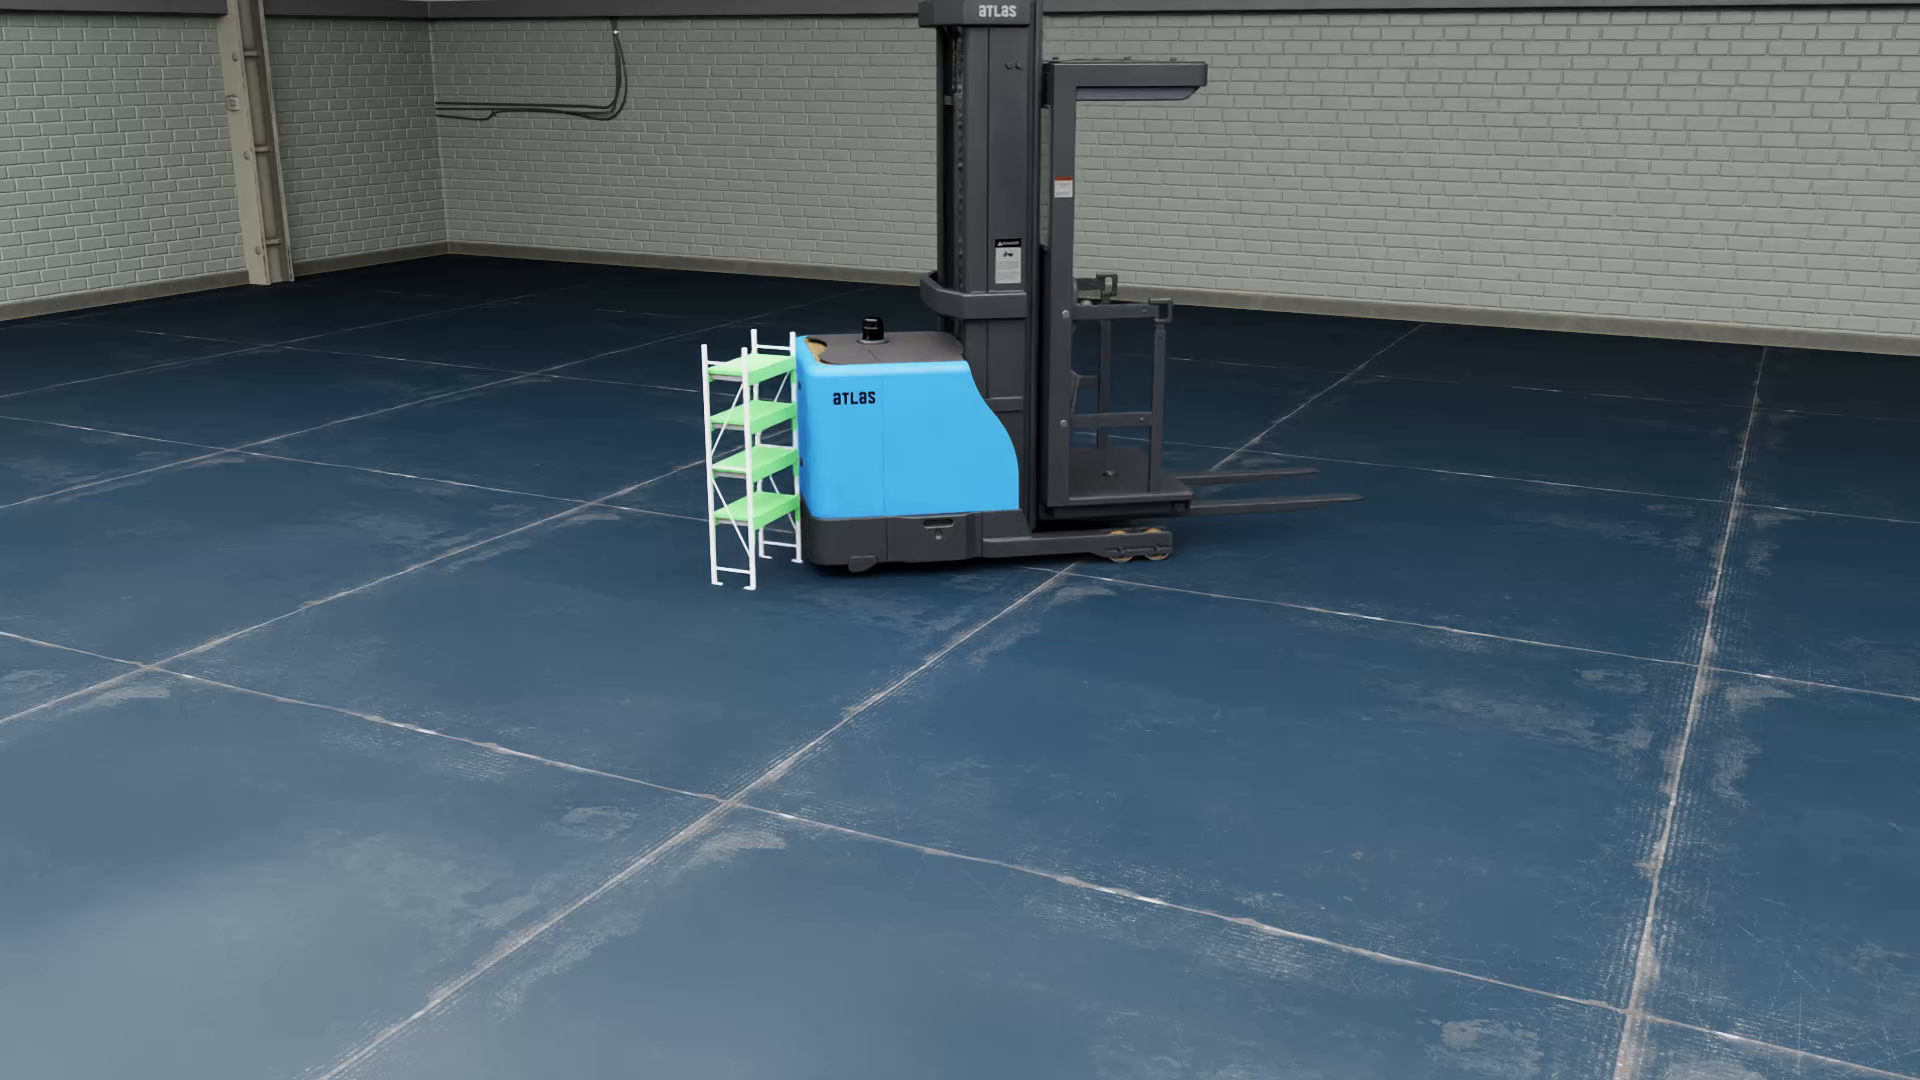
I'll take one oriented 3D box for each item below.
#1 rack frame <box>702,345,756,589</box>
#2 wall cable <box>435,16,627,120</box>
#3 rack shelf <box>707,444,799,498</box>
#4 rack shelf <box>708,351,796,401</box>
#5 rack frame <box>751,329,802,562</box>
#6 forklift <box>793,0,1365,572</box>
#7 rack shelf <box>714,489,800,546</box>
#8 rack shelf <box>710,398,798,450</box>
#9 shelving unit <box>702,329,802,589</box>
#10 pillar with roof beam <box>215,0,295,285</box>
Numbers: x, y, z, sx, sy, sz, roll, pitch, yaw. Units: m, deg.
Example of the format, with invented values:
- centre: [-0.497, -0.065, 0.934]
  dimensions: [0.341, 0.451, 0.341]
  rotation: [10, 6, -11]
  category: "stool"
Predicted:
- centre: [-1.122, -0.346, 8.082]
  dimensions: [0.240, 1.200, 0.015]
  rotation: [7, 18, 21]
  category: "rack frame"
- centre: [-5.322, -6.338, 20.011]
  dimensions: [3.097, 2.526, 0.112]
  rotation: [8, 18, 25]
  category: "wall cable"
- centre: [-1.030, -0.349, 8.317]
  dimensions: [0.258, 0.148, 0.480]
  rotation: [7, 18, 21]
  category: "rack shelf"
- centre: [-1.030, -0.809, 8.180]
  dimensions: [0.258, 0.148, 0.480]
  rotation: [7, 18, 21]
  category: "rack shelf"
- centre: [-0.938, -0.475, 8.515]
  dimensions: [0.240, 1.200, 0.015]
  rotation: [7, 18, 21]
  category: "rack frame"
- centre: [0.648, -1.431, 8.693]
  dimensions: [3.031, 2.935, 1.130]
  rotation: [-3, 17, -10]
  category: "forklift"
- centre: [-1.030, -0.119, 8.385]
  dimensions: [0.258, 0.148, 0.480]
  rotation: [7, 18, 21]
  category: "rack shelf"
- centre: [-1.030, -0.579, 8.248]
  dimensions: [0.258, 0.148, 0.480]
  rotation: [7, 18, 21]
  category: "rack shelf"
- centre: [-1.030, -0.410, 8.299]
  dimensions: [0.258, 1.200, 0.503]
  rotation: [7, 18, 21]
  category: "shelving unit"
- centre: [-3.970, -6.696, 15.765]
  dimensions: [9.100, 9.000, 0.400]
  rotation: [8, 18, 25]
  category: "pillar with roof beam"
